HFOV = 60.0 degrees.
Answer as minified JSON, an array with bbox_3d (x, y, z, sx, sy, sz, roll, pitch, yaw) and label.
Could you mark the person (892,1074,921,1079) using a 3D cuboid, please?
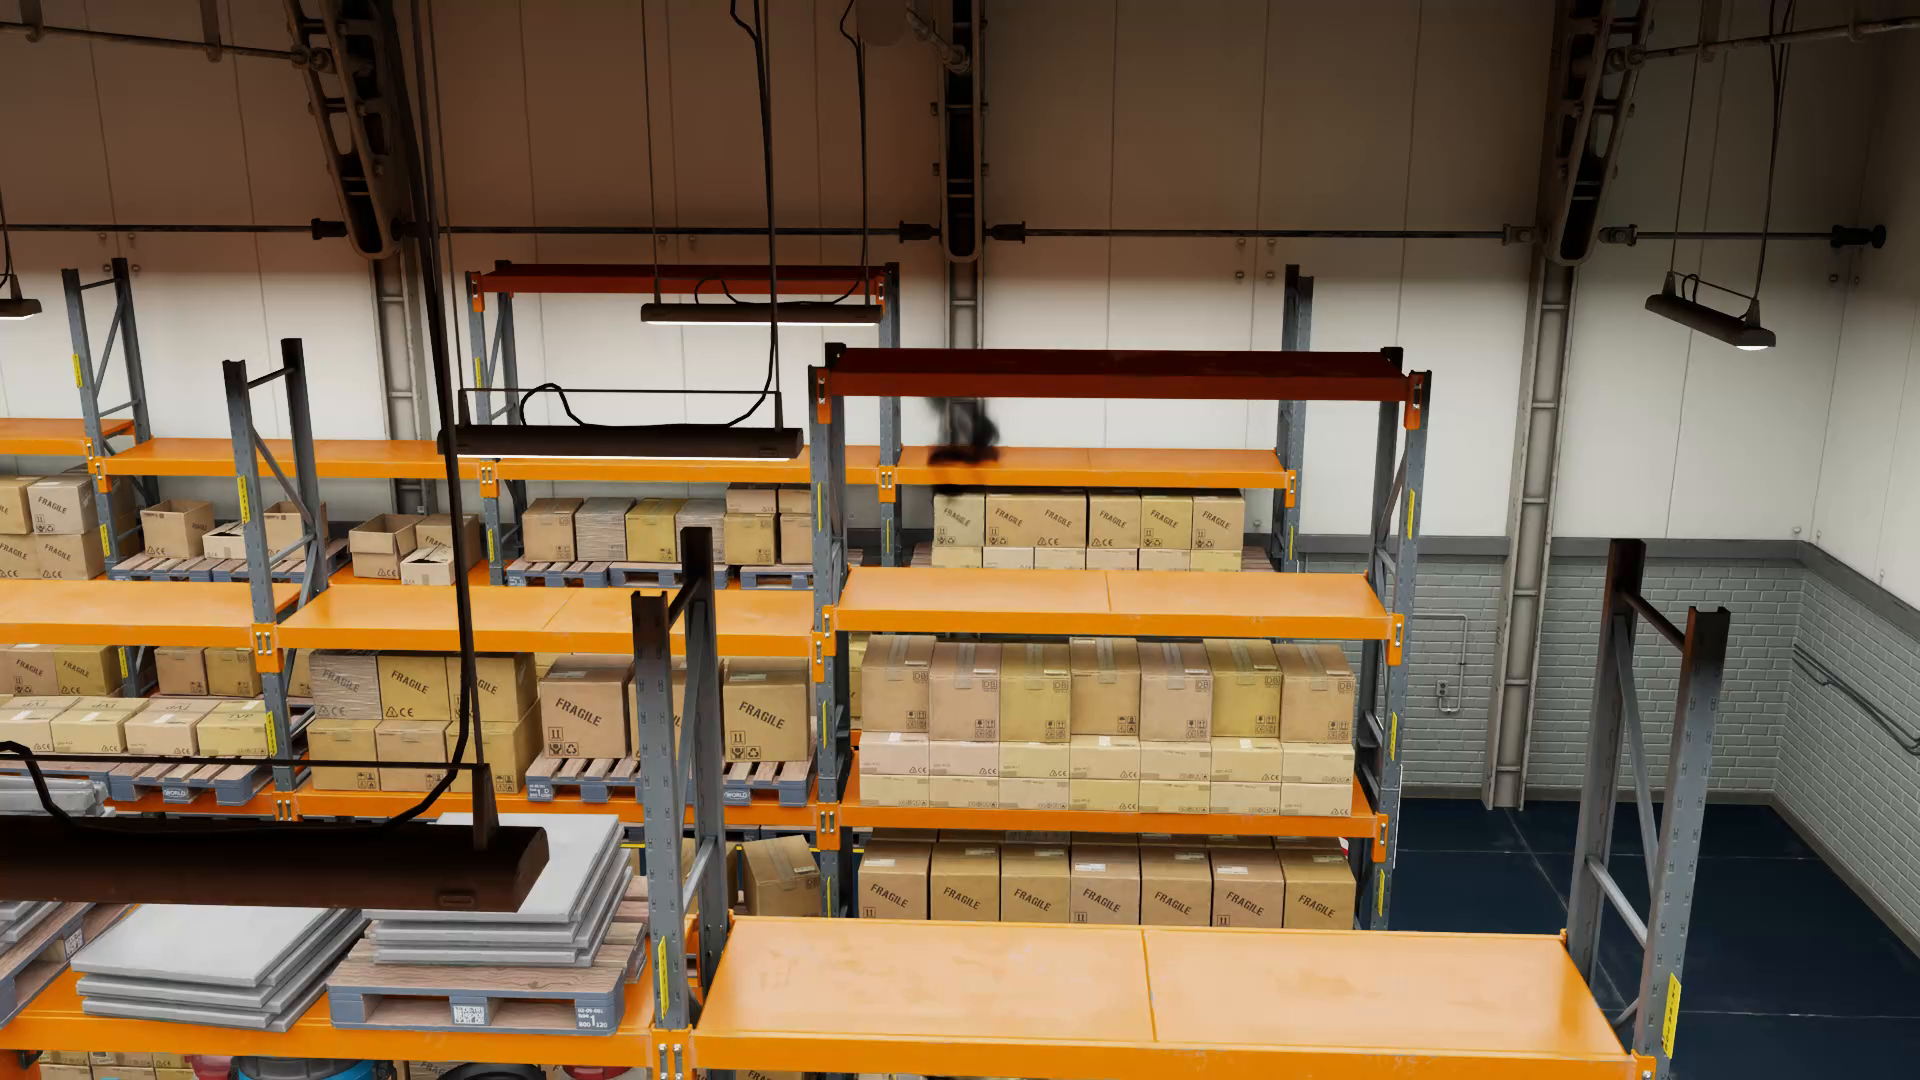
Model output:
[{"bbox_3d":[-0.404,4.249,10.982,0.567,1.654,0.596,-2,16,-7],"label":"person"}]
